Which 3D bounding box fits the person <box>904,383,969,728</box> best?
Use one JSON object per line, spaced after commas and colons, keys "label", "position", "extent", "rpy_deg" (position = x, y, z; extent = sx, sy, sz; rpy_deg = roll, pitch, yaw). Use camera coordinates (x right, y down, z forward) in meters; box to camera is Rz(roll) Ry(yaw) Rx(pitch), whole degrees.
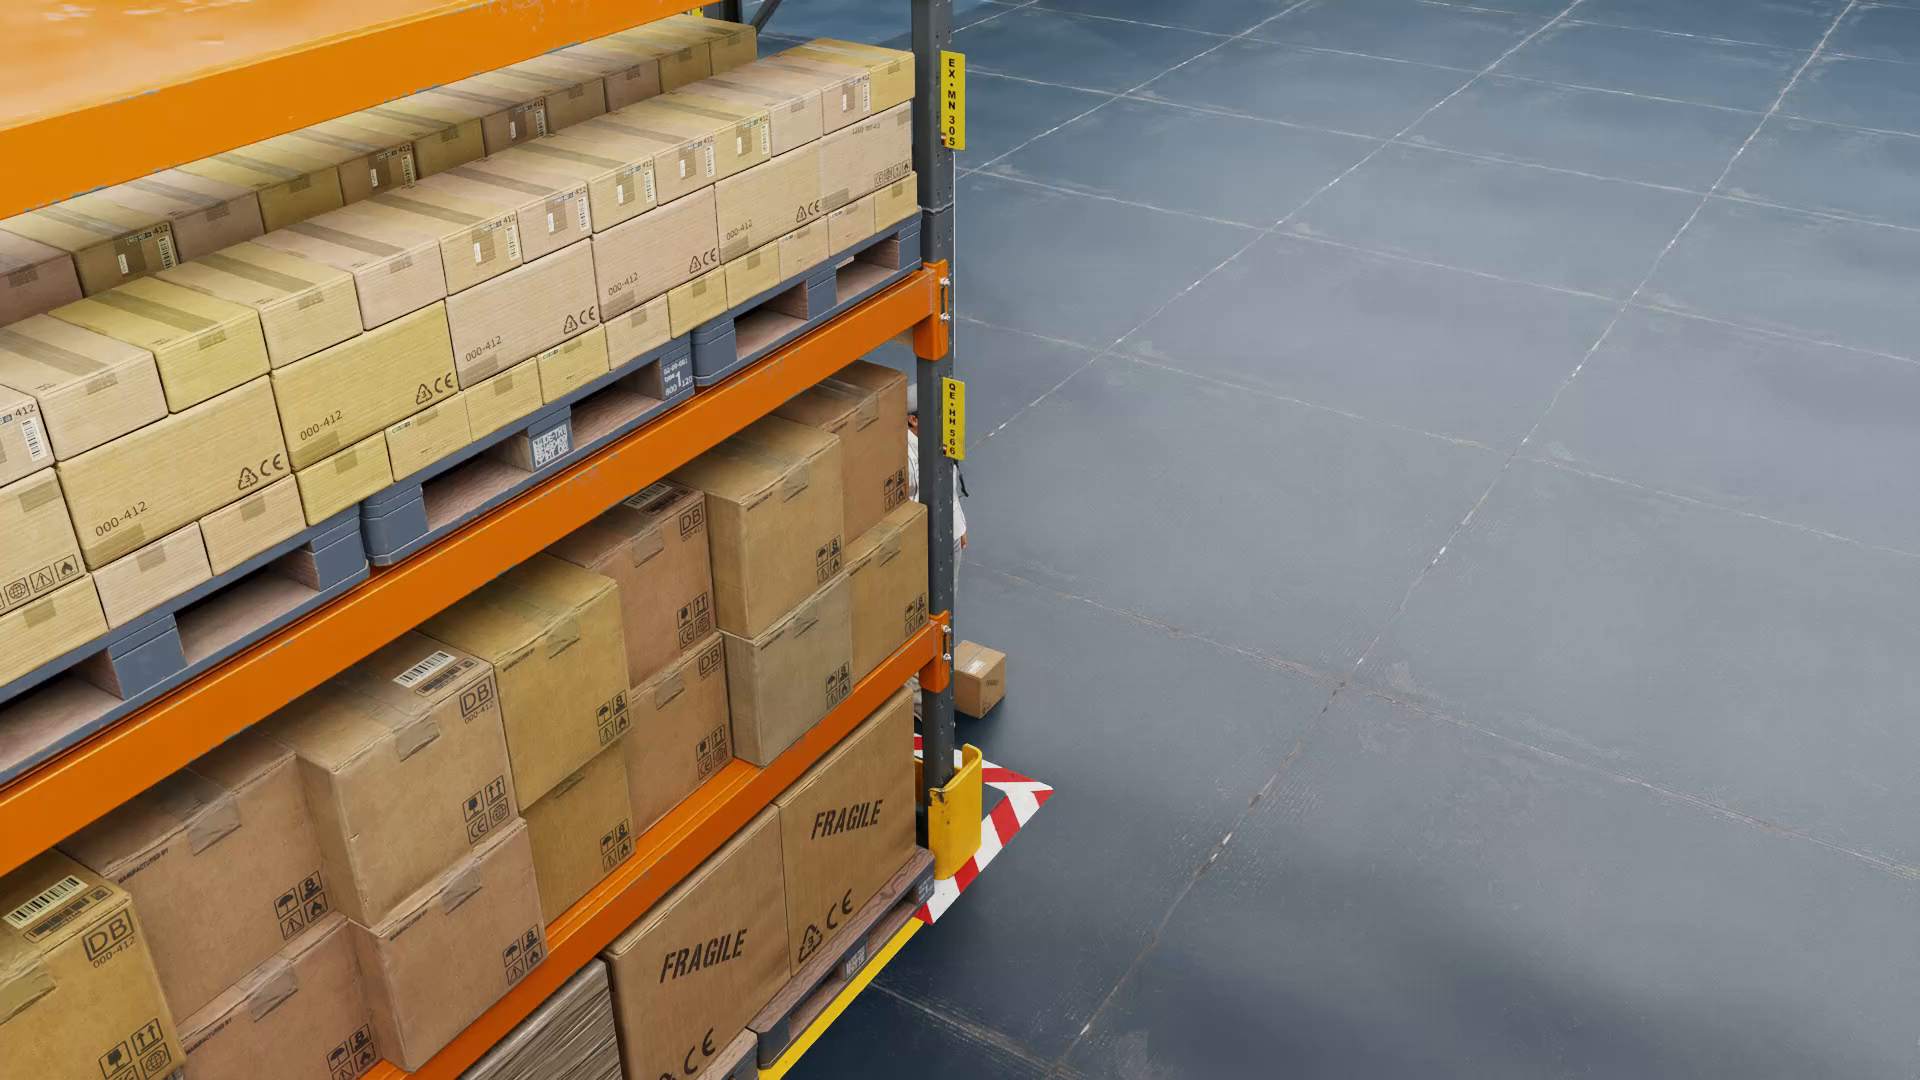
{"label": "person", "position": [-0.121, 0.051, 8.071], "extent": [0.529, 1.670, 0.597], "rpy_deg": [19, 35, 28]}
